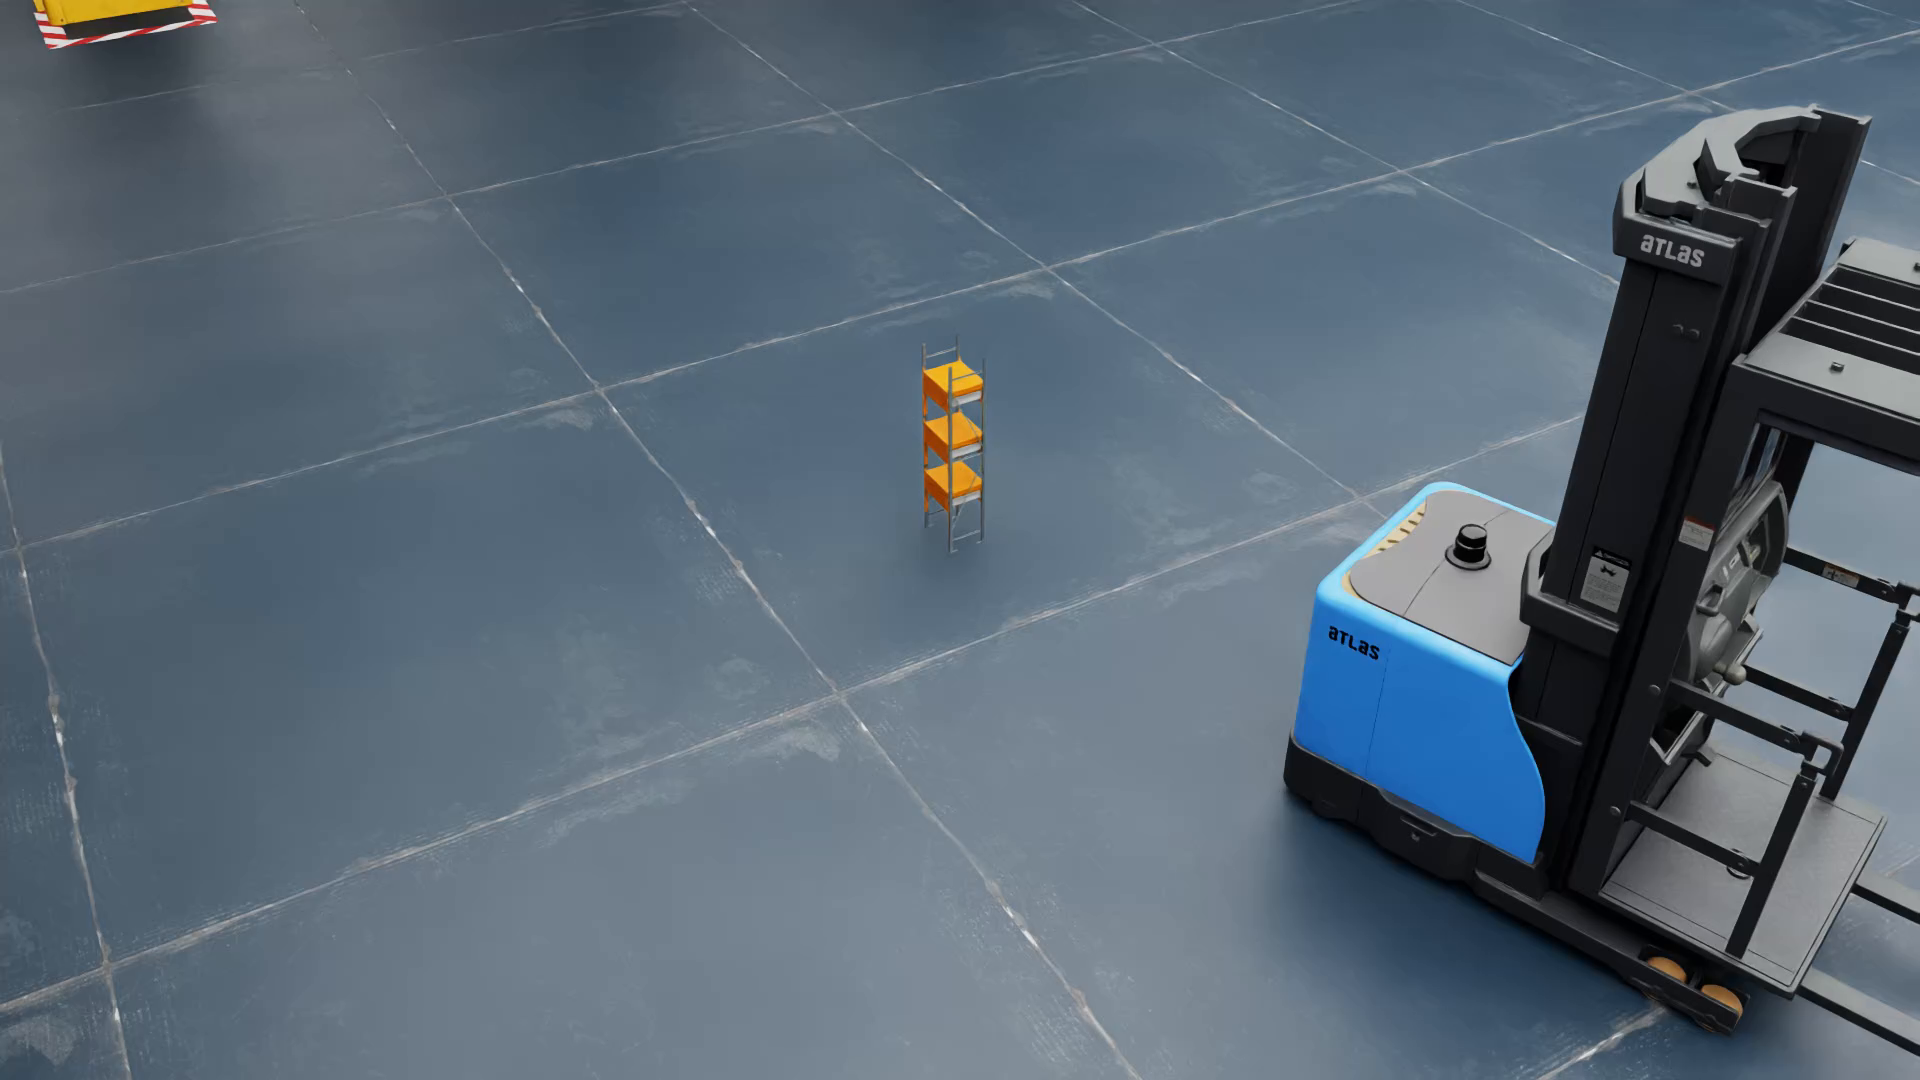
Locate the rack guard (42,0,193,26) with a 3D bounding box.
[{"bbox_3d":[-7.387,-4.872,14.497,1.175,0.500,0.348,-19,40,-24],"label":"rack guard"}]

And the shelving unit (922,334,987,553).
[{"bbox_3d":[-0.027,-0.451,7.978,0.215,1.050,0.252,-19,40,-24],"label":"shelving unit"}]

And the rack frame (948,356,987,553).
[{"bbox_3d":[0.034,-0.389,7.893,0.200,1.050,0.008,-19,40,-24],"label":"rack frame"}]

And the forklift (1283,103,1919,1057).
[{"bbox_3d":[2.772,0.199,5.492,3.031,2.935,1.130,27,44,31],"label":"forklift"}]

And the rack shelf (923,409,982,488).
[{"bbox_3d":[-0.027,-0.443,7.984,0.215,0.259,0.240,-19,40,-24],"label":"rack shelf"}]

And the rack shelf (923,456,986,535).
[{"bbox_3d":[-0.027,-0.218,8.148,0.215,0.259,0.240,-19,40,-24],"label":"rack shelf"}]

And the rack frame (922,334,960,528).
[{"bbox_3d":[-0.088,-0.513,8.063,0.200,1.050,0.008,-19,40,-24],"label":"rack frame"}]

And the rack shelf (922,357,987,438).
[{"bbox_3d":[-0.027,-0.672,7.817,0.215,0.259,0.240,-19,40,-24],"label":"rack shelf"}]
